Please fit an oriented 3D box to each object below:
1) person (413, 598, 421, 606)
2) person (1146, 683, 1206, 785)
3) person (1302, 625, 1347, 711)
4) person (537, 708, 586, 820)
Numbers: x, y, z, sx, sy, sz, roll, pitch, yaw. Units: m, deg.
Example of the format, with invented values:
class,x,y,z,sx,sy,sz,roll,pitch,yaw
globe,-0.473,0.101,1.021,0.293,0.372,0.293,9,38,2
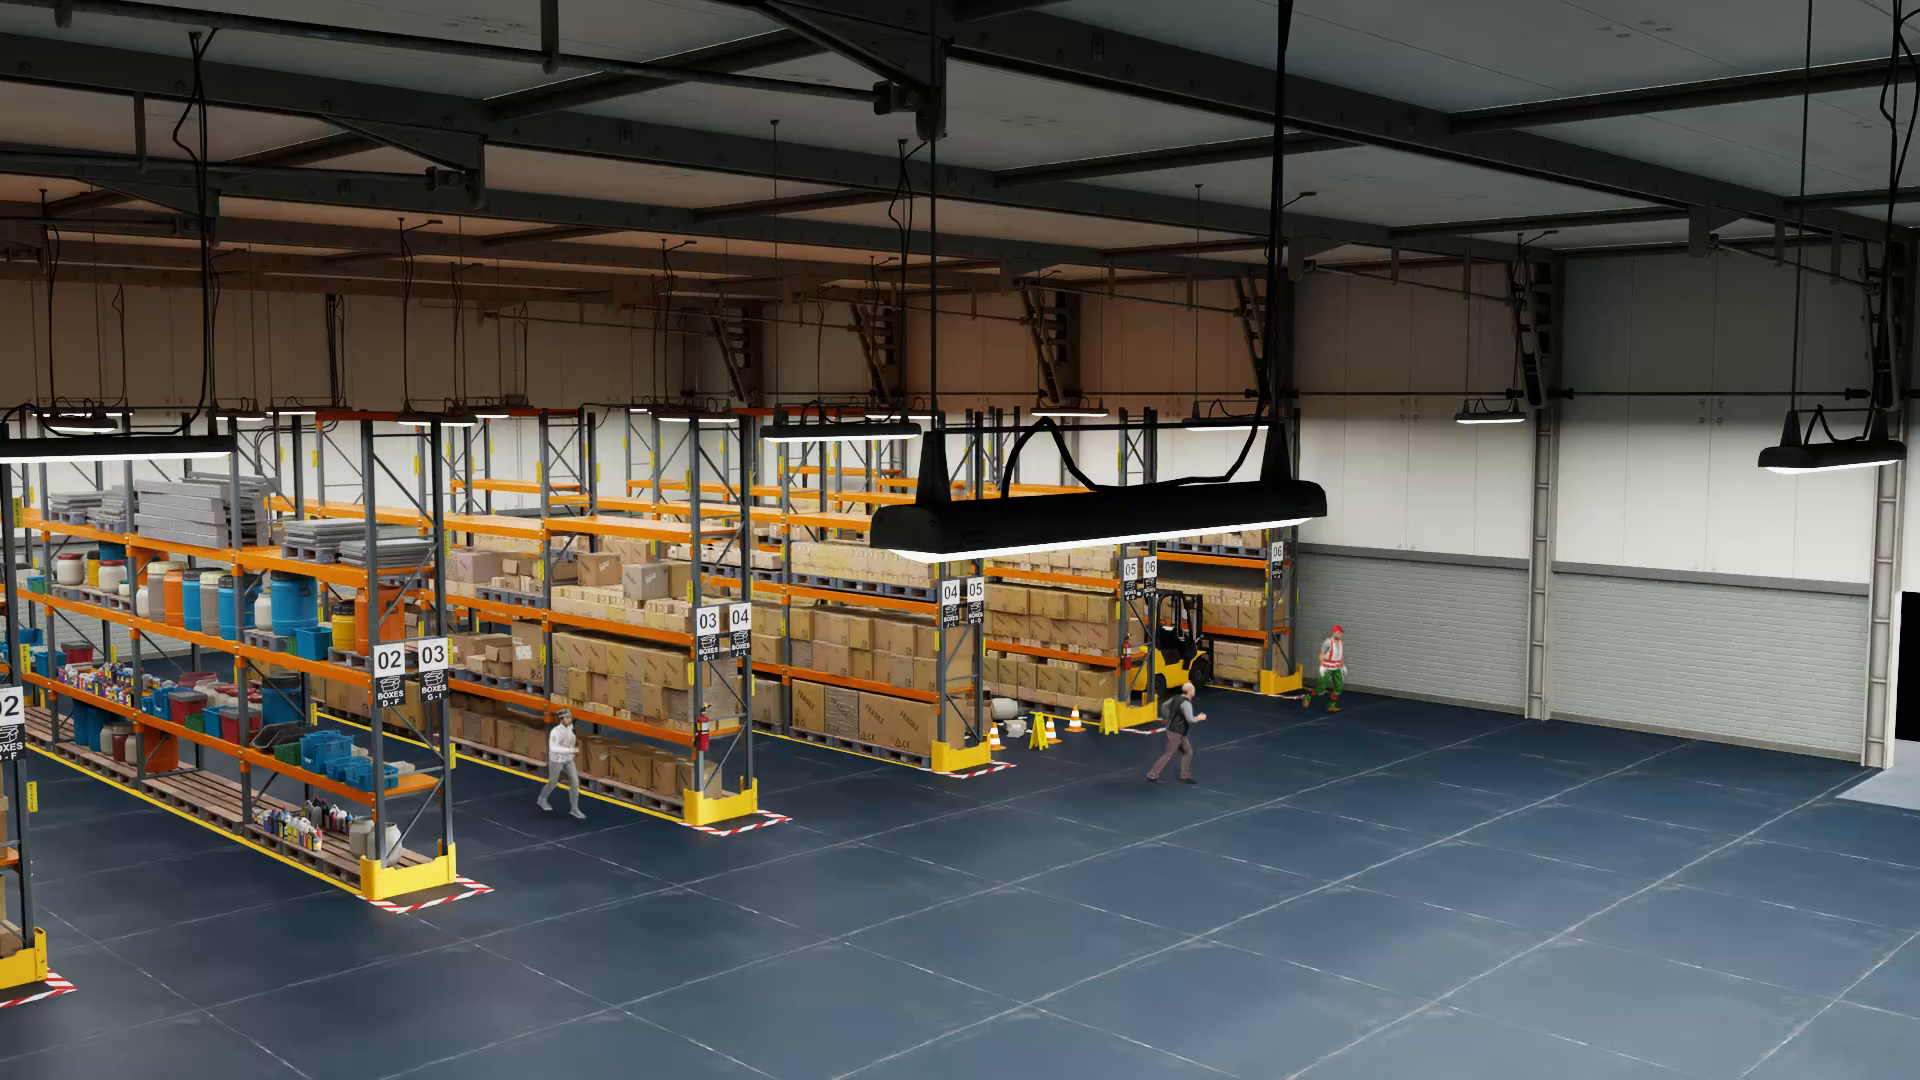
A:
class,x,y,z,sx,sy,sz,roll,pitch,yaw
person,-12.467,2.160,37.983,0.604,1.712,0.677,-4,6,-37
person,3.467,3.126,26.674,0.975,1.696,0.651,0,5,-5
person,7.280,2.541,33.090,0.785,1.732,0.711,-3,6,-35
person,-5.968,3.306,24.796,0.952,1.672,0.606,4,6,35
